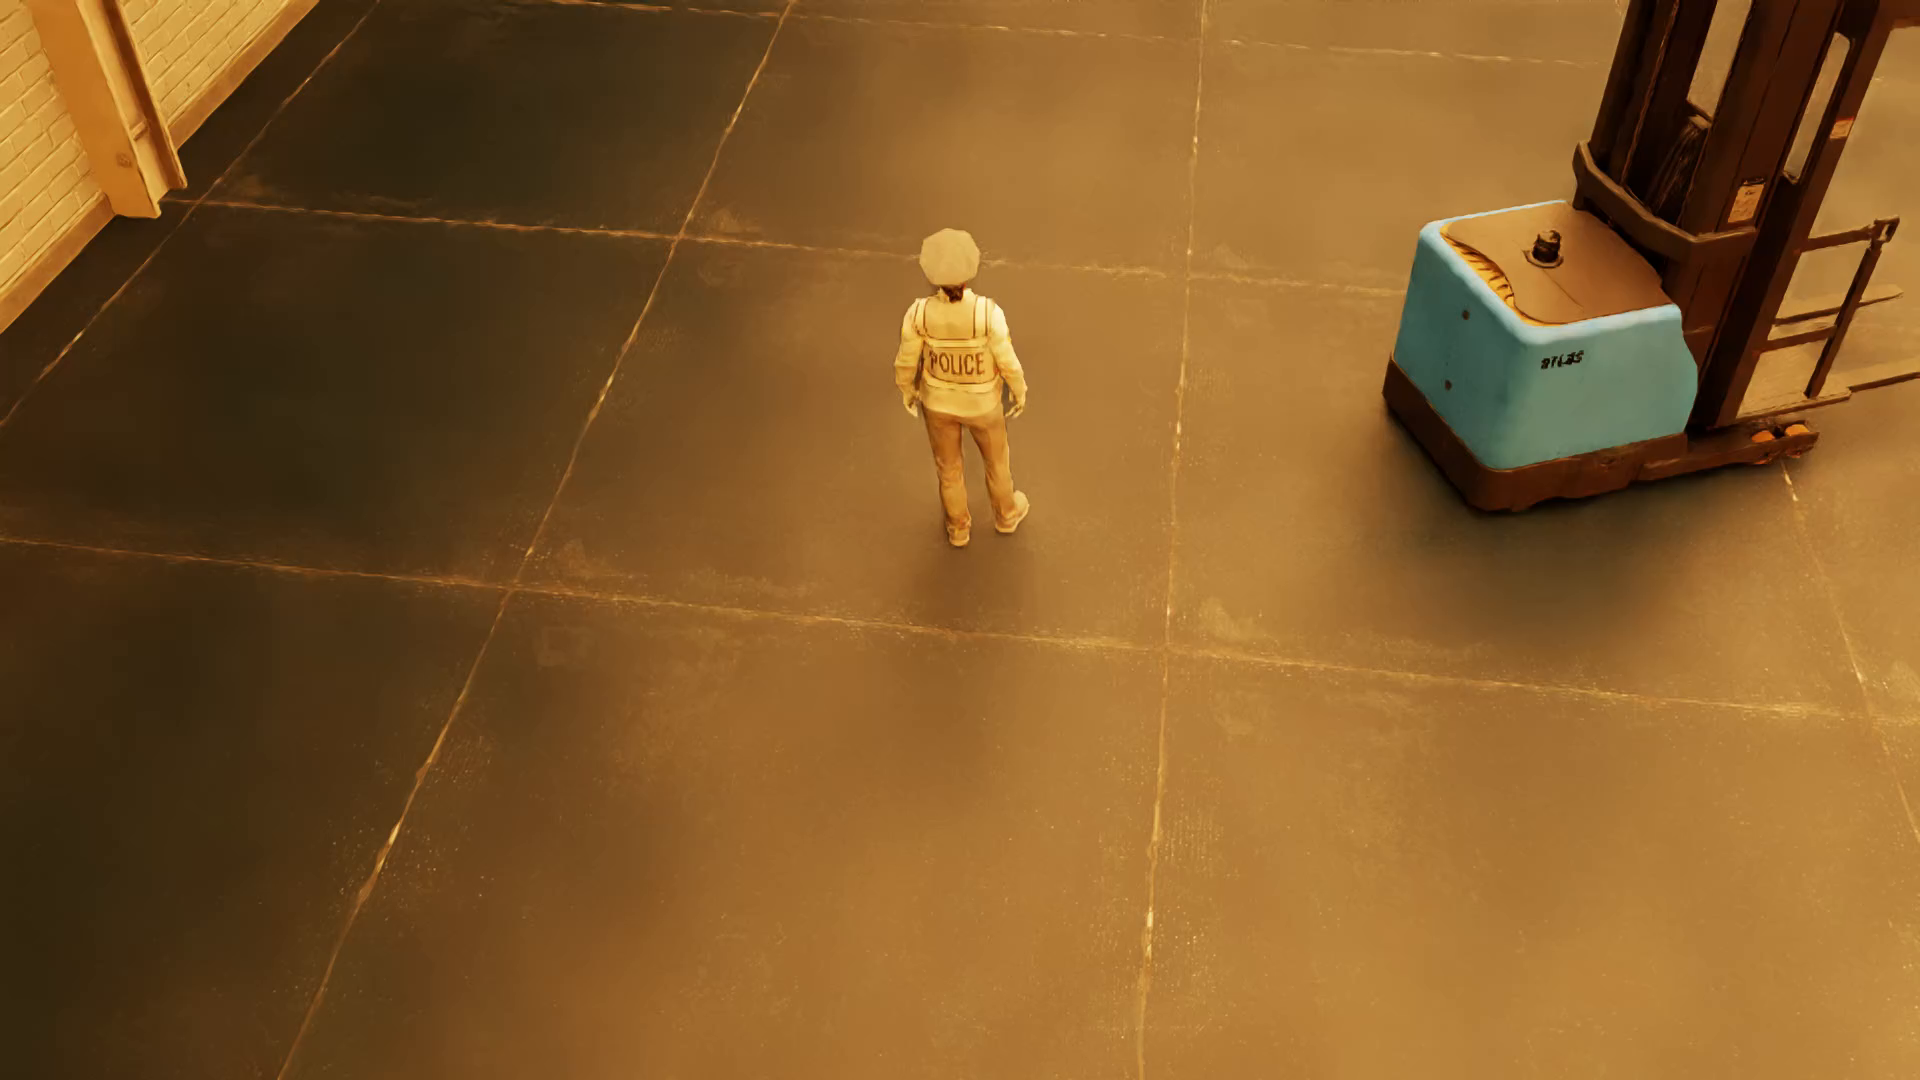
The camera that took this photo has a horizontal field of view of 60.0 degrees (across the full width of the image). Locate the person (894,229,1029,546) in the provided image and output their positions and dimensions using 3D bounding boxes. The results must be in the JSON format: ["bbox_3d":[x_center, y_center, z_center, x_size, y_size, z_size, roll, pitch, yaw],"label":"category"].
[{"bbox_3d":[0.016,-0.674,7.361,0.586,1.695,0.532,5,43,6],"label":"person"}]

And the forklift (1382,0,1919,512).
[{"bbox_3d":[3.762,-1.788,7.671,3.031,2.935,1.130,-12,44,-12],"label":"forklift"}]
